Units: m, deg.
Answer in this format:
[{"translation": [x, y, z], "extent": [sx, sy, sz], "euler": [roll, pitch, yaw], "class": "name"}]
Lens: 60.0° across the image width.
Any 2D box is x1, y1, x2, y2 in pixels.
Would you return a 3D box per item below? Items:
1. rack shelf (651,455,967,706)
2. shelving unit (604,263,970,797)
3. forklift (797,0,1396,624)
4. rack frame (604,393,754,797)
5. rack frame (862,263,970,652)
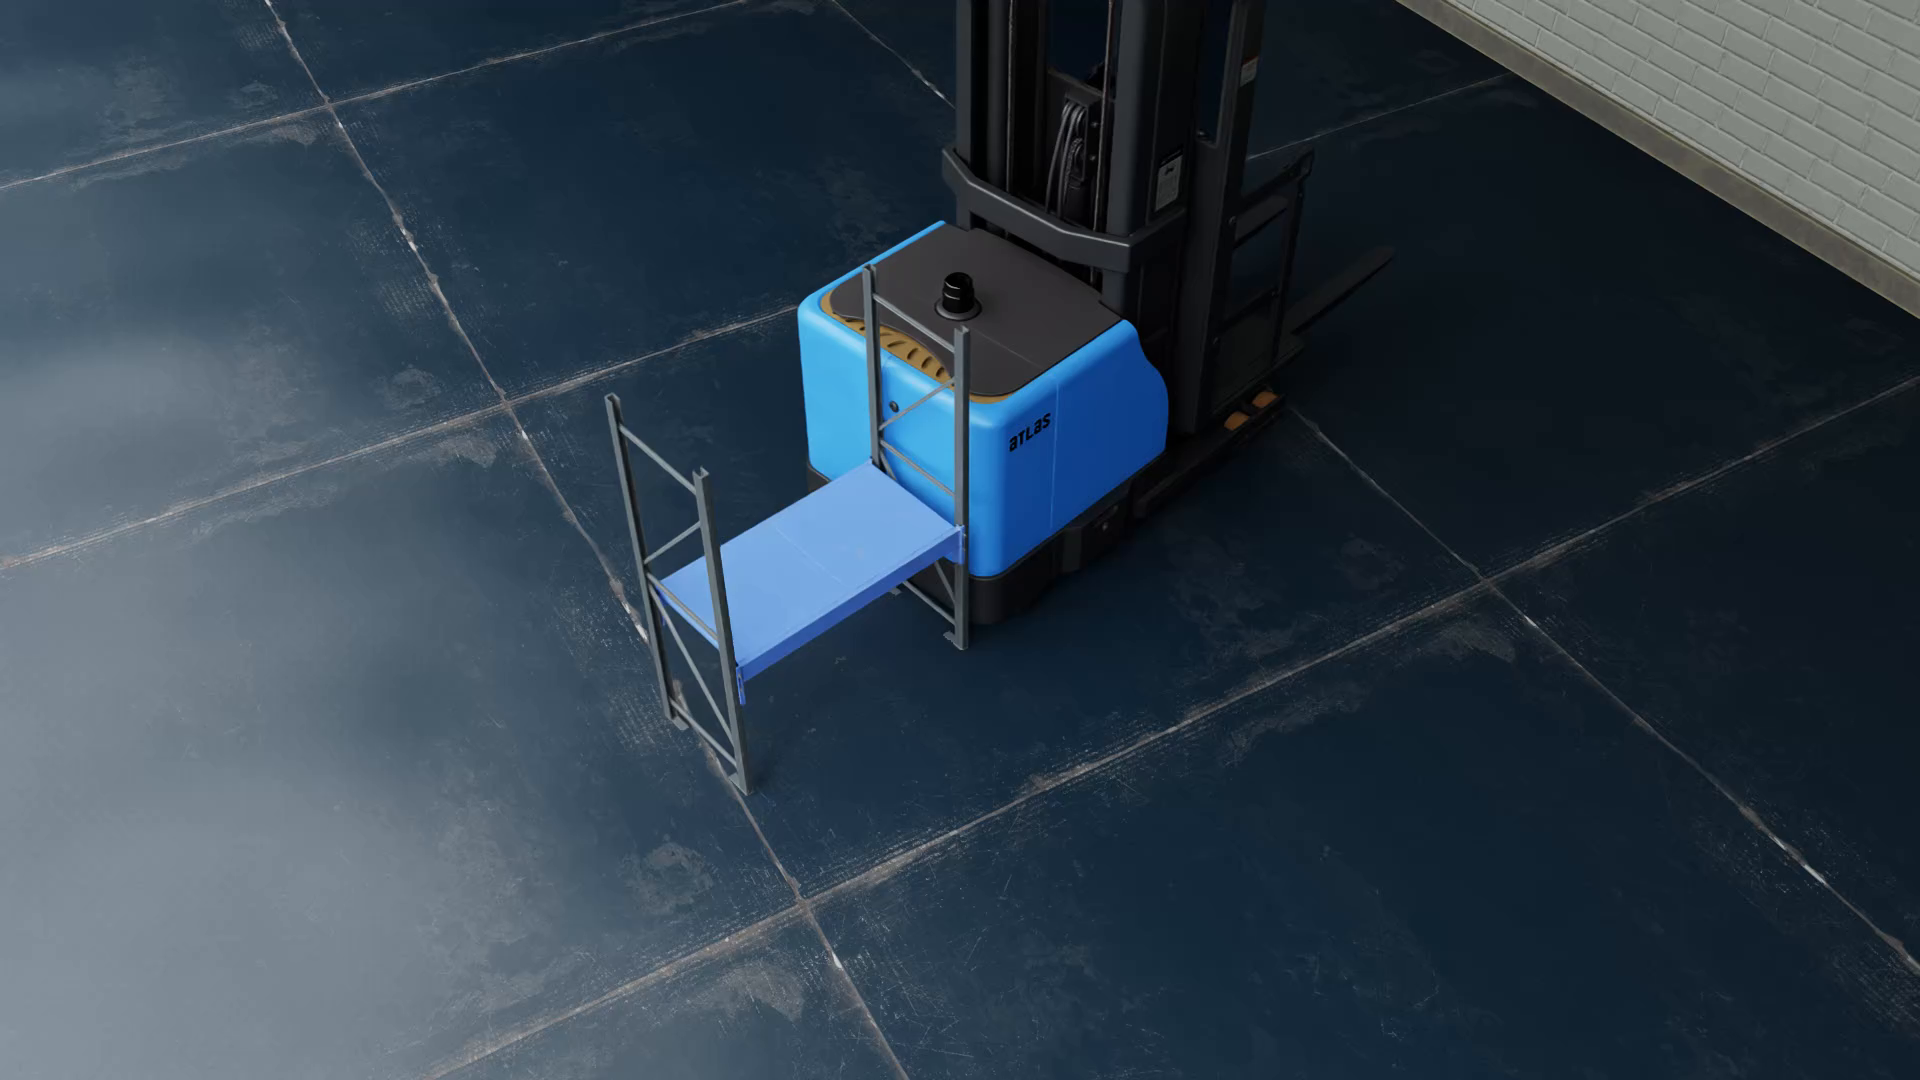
[{"translation": [-0.524, 0.117, 5.811], "extent": [1.000, 0.185, 0.538], "euler": [-32, 53, -29], "class": "rack shelf"}, {"translation": [-0.524, -0.012, 5.686], "extent": [1.048, 1.500, 0.538], "euler": [-32, 53, -29], "class": "shelving unit"}, {"translation": [0.768, -1.661, 6.357], "extent": [1.130, 2.935, 3.031], "euler": [34, 53, 30], "class": "forklift"}, {"translation": [-0.901, 0.226, 5.441], "extent": [0.032, 1.500, 0.500], "euler": [-32, 53, -29], "class": "rack frame"}, {"translation": [-0.147, -0.250, 5.931], "extent": [0.032, 1.500, 0.500], "euler": [-32, 53, -29], "class": "rack frame"}]
